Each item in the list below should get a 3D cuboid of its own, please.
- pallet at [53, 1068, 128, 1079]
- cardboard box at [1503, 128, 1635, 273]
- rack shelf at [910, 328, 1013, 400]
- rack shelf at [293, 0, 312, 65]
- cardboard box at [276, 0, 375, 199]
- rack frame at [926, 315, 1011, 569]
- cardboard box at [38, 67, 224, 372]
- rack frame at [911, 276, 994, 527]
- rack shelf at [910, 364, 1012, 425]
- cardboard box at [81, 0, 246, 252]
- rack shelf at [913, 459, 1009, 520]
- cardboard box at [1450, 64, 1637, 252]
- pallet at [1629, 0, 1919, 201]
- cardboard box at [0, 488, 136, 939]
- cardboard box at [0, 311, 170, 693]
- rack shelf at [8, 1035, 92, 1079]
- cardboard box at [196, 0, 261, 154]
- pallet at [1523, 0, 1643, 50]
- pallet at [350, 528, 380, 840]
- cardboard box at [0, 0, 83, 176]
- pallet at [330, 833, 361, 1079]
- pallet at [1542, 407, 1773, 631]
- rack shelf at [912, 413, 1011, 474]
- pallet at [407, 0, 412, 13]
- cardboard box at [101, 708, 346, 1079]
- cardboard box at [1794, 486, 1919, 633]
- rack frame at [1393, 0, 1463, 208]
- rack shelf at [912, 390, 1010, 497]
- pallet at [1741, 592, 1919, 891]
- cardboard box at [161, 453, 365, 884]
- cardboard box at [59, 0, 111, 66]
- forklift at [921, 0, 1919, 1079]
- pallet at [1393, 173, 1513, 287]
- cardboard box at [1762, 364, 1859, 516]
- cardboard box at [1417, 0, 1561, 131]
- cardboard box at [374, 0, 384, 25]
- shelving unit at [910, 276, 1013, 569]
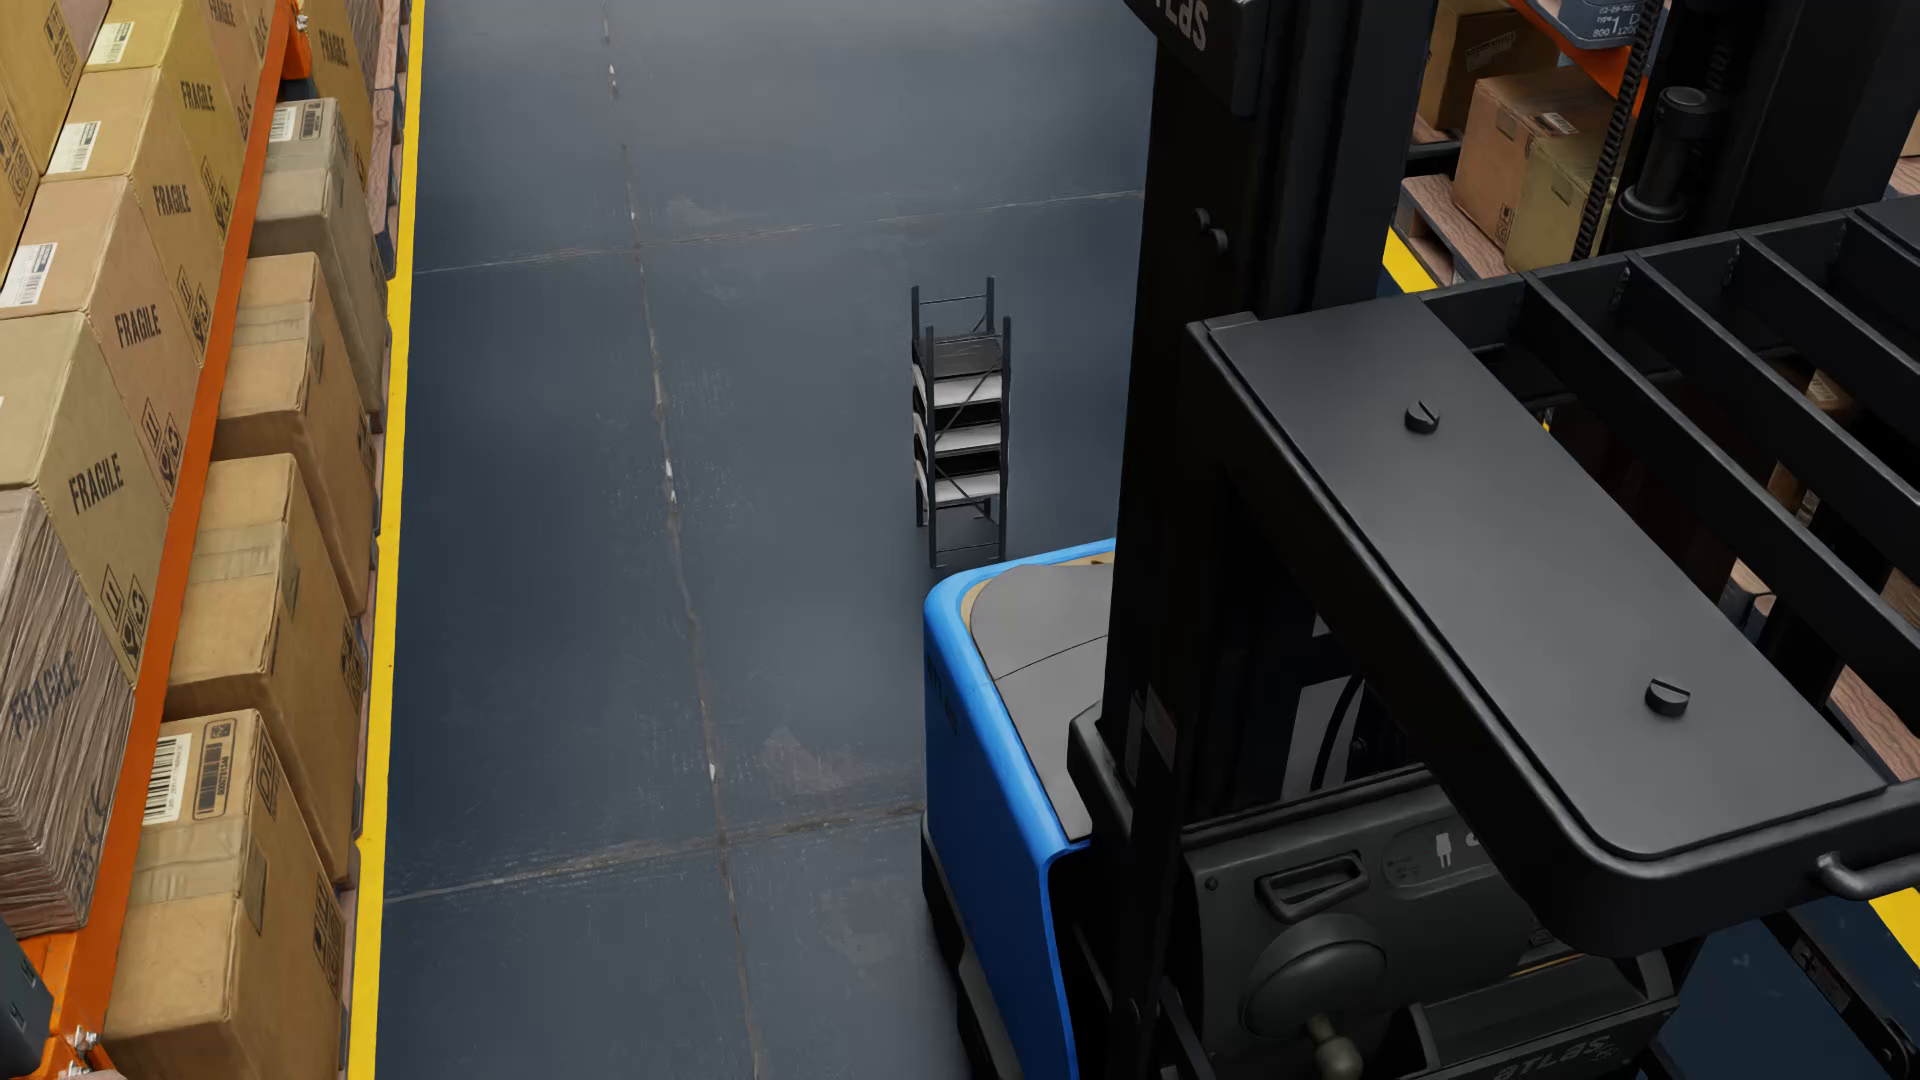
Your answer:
[{"bbox_3d":[-1.569,1.182,1.804,1.213,0.211,1.003,-8,42,-9],"label":"pallet"},{"bbox_3d":[2.370,-1.092,5.772,0.700,0.500,0.500,-9,42,-10],"label":"cardboard box"},{"bbox_3d":[-6.491,-2.396,5.055,12.311,2.546,5.840,-8,42,-9],"label":"rack shelf"},{"bbox_3d":[-3.122,-2.957,6.864,1.077,0.370,4.000,-8,42,-9],"label":"rack shelf"},{"bbox_3d":[-2.758,-1.710,6.201,0.875,0.875,0.875,-8,42,-9],"label":"cardboard box"},{"bbox_3d":[0.024,-0.265,4.871,0.240,0.900,0.006,-8,42,-9],"label":"rack frame"},{"bbox_3d":[-1.987,-0.683,3.685,0.500,0.500,0.500,-9,42,-10],"label":"cardboard box"},{"bbox_3d":[-0.020,-0.397,5.020,0.240,0.900,0.006,-8,42,-9],"label":"rack frame"},{"bbox_3d":[0.002,-0.441,4.848,0.258,0.077,0.200,-8,42,-9],"label":"rack shelf"},{"bbox_3d":[-2.099,-1.012,4.055,0.500,0.500,0.500,-8,42,-9],"label":"cardboard box"},{"bbox_3d":[0.002,-0.172,5.087,0.258,0.077,0.200,-8,42,-9],"label":"rack shelf"},{"bbox_3d":[2.286,-1.403,6.123,0.700,0.500,0.500,-11,43,-13],"label":"cardboard box"},{"bbox_3d":[2.570,-1.188,4.473,1.003,0.211,1.213,-8,42,-9],"label":"pallet"},{"bbox_3d":[-1.661,0.296,2.582,0.500,0.500,0.500,-8,42,-9],"label":"cardboard box"},{"bbox_3d":[-1.773,-0.033,2.952,0.500,0.500,0.500,-9,42,-10],"label":"cardboard box"},{"bbox_3d":[-1.396,2.229,1.022,1.077,0.370,4.000,-8,42,-9],"label":"rack shelf"},{"bbox_3d":[-2.208,-1.340,4.424,0.500,0.500,0.500,-9,42,-10],"label":"cardboard box"},{"bbox_3d":[2.197,-1.987,5.373,1.003,0.211,1.213,-8,42,-9],"label":"pallet"},{"bbox_3d":[-2.184,0.395,4.646,1.003,0.211,1.213,-8,42,-9],"label":"pallet"},{"bbox_3d":[-2.248,-1.032,3.324,0.700,0.500,0.500,-9,42,-10],"label":"cardboard box"},{"bbox_3d":[-1.924,1.184,3.757,1.003,0.211,1.213,-8,42,-9],"label":"pallet"},{"bbox_3d":[2.611,-0.235,5.356,1.003,0.211,1.213,-8,42,-9],"label":"pallet"},{"bbox_3d":[0.002,-0.306,4.967,0.258,0.077,0.200,-8,42,-9],"label":"rack shelf"},{"bbox_3d":[-3.305,-2.972,8.440,1.003,0.211,1.213,-8,42,-9],"label":"pallet"},{"bbox_3d":[-0.293,-1.175,5.324,5.455,1.239,5.693,-9,42,-10],"label":"cardboard box"},{"bbox_3d":[2.741,-0.001,4.543,0.700,0.500,0.500,-12,43,-13],"label":"cardboard box"},{"bbox_3d":[2.174,-2.575,5.891,1.000,3.000,0.127,-8,42,-9],"label":"rack frame"},{"bbox_3d":[0.002,-0.304,4.969,0.258,0.252,0.200,-8,42,-9],"label":"rack shelf"},{"bbox_3d":[10.684,1.291,3.636,15.783,0.211,6.755,-8,42,-9],"label":"pallet"},{"bbox_3d":[-2.063,0.374,3.948,1.050,0.750,0.750,-8,42,-9],"label":"cardboard box"},{"bbox_3d":[-2.356,-1.359,3.693,0.700,0.500,0.500,-8,42,-9],"label":"cardboard box"},{"bbox_3d":[4.167,-0.060,3.110,8.076,2.935,3.158,-12,43,-13],"label":"forklift"},{"bbox_3d":[2.344,-1.028,6.249,1.003,0.211,1.213,-8,42,-9],"label":"pallet"},{"bbox_3d":[2.612,-0.367,4.956,0.700,0.500,0.500,-5,42,-6],"label":"cardboard box"},{"bbox_3d":[2.127,-2.062,6.880,0.500,0.500,0.500,-10,42,-11],"label":"cardboard box"},{"bbox_3d":[-3.151,-2.885,7.524,0.875,0.875,0.875,-9,42,-10],"label":"cardboard box"},{"bbox_3d":[-6.490,-2.152,5.269,12.311,3.194,5.845,-8,42,-9],"label":"shelving unit"}]
